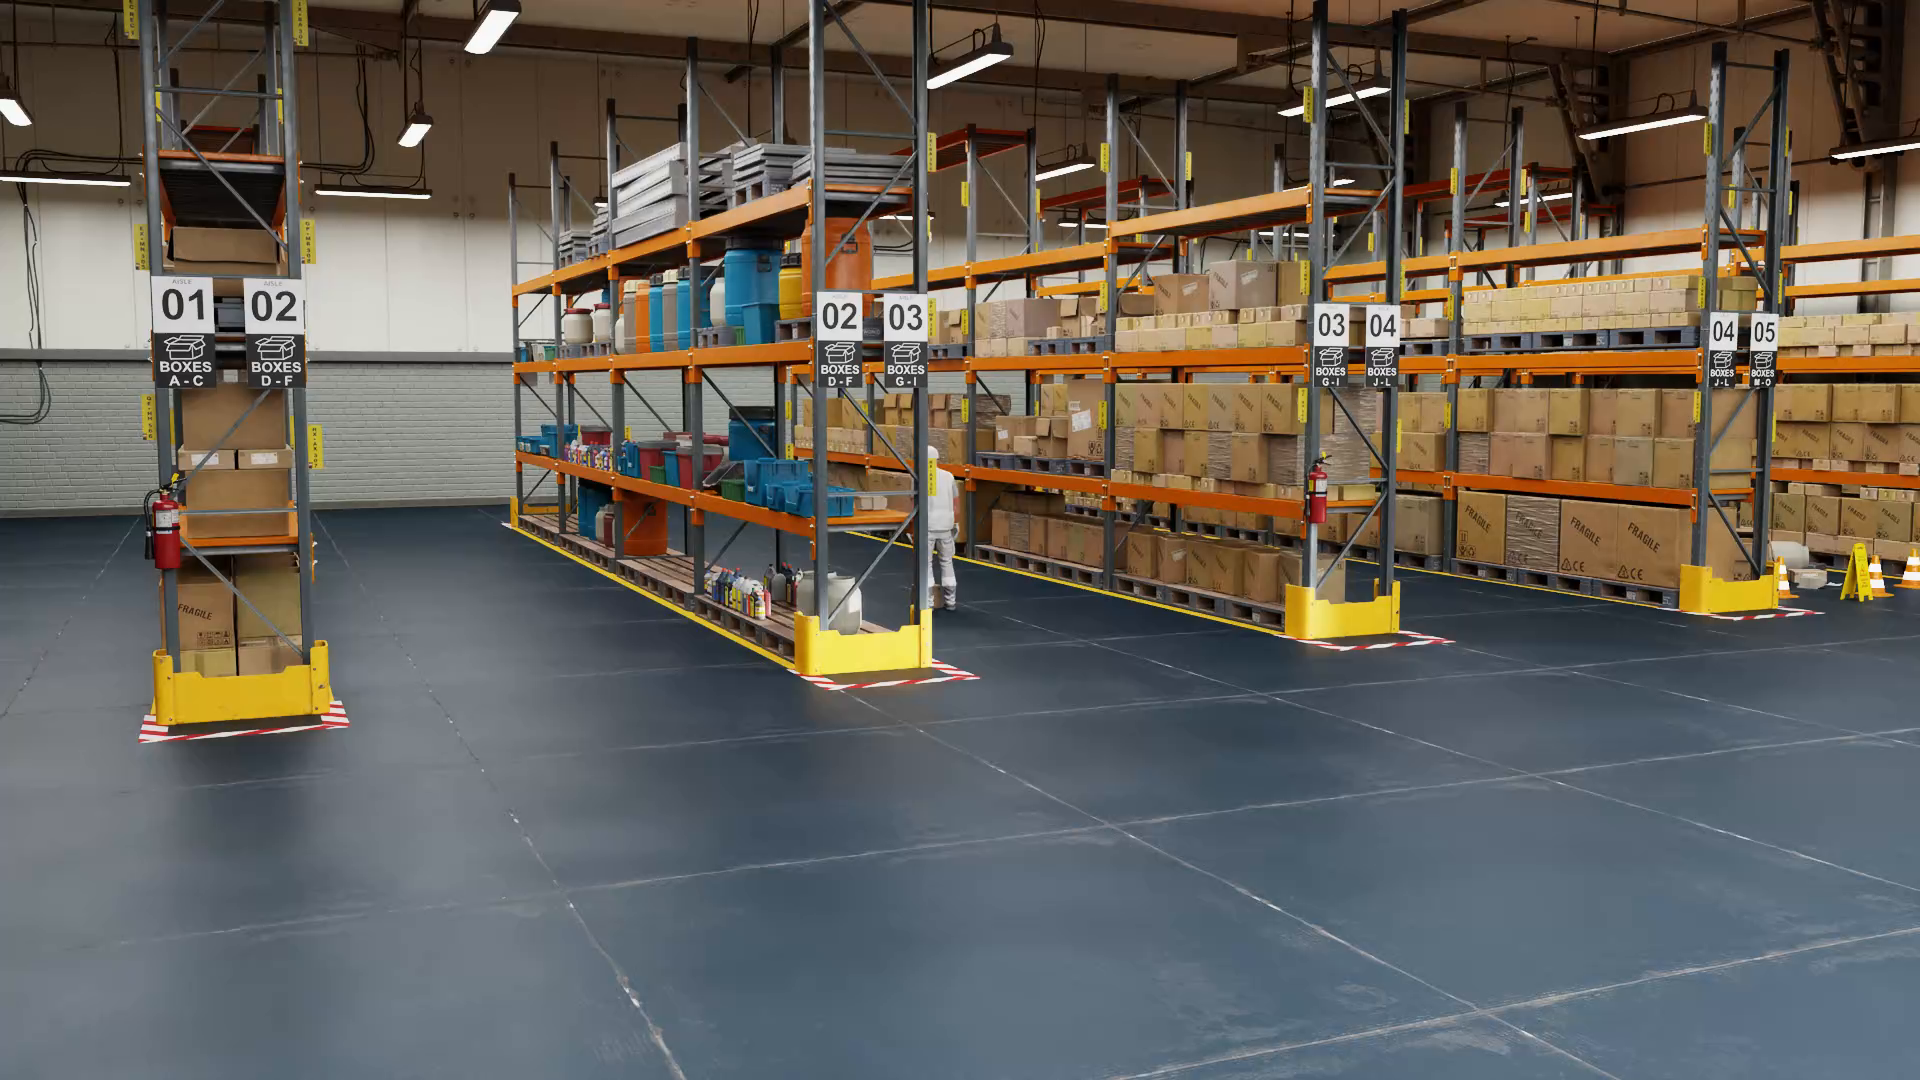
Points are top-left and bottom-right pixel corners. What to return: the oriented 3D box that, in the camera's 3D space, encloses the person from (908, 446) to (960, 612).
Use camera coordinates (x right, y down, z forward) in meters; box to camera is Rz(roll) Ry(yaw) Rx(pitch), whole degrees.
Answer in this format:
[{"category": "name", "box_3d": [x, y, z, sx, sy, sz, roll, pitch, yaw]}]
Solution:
[{"category": "person", "box_3d": [-0.283, -0.125, 17.968, 0.612, 1.779, 0.455, -2, 6, -24]}]
